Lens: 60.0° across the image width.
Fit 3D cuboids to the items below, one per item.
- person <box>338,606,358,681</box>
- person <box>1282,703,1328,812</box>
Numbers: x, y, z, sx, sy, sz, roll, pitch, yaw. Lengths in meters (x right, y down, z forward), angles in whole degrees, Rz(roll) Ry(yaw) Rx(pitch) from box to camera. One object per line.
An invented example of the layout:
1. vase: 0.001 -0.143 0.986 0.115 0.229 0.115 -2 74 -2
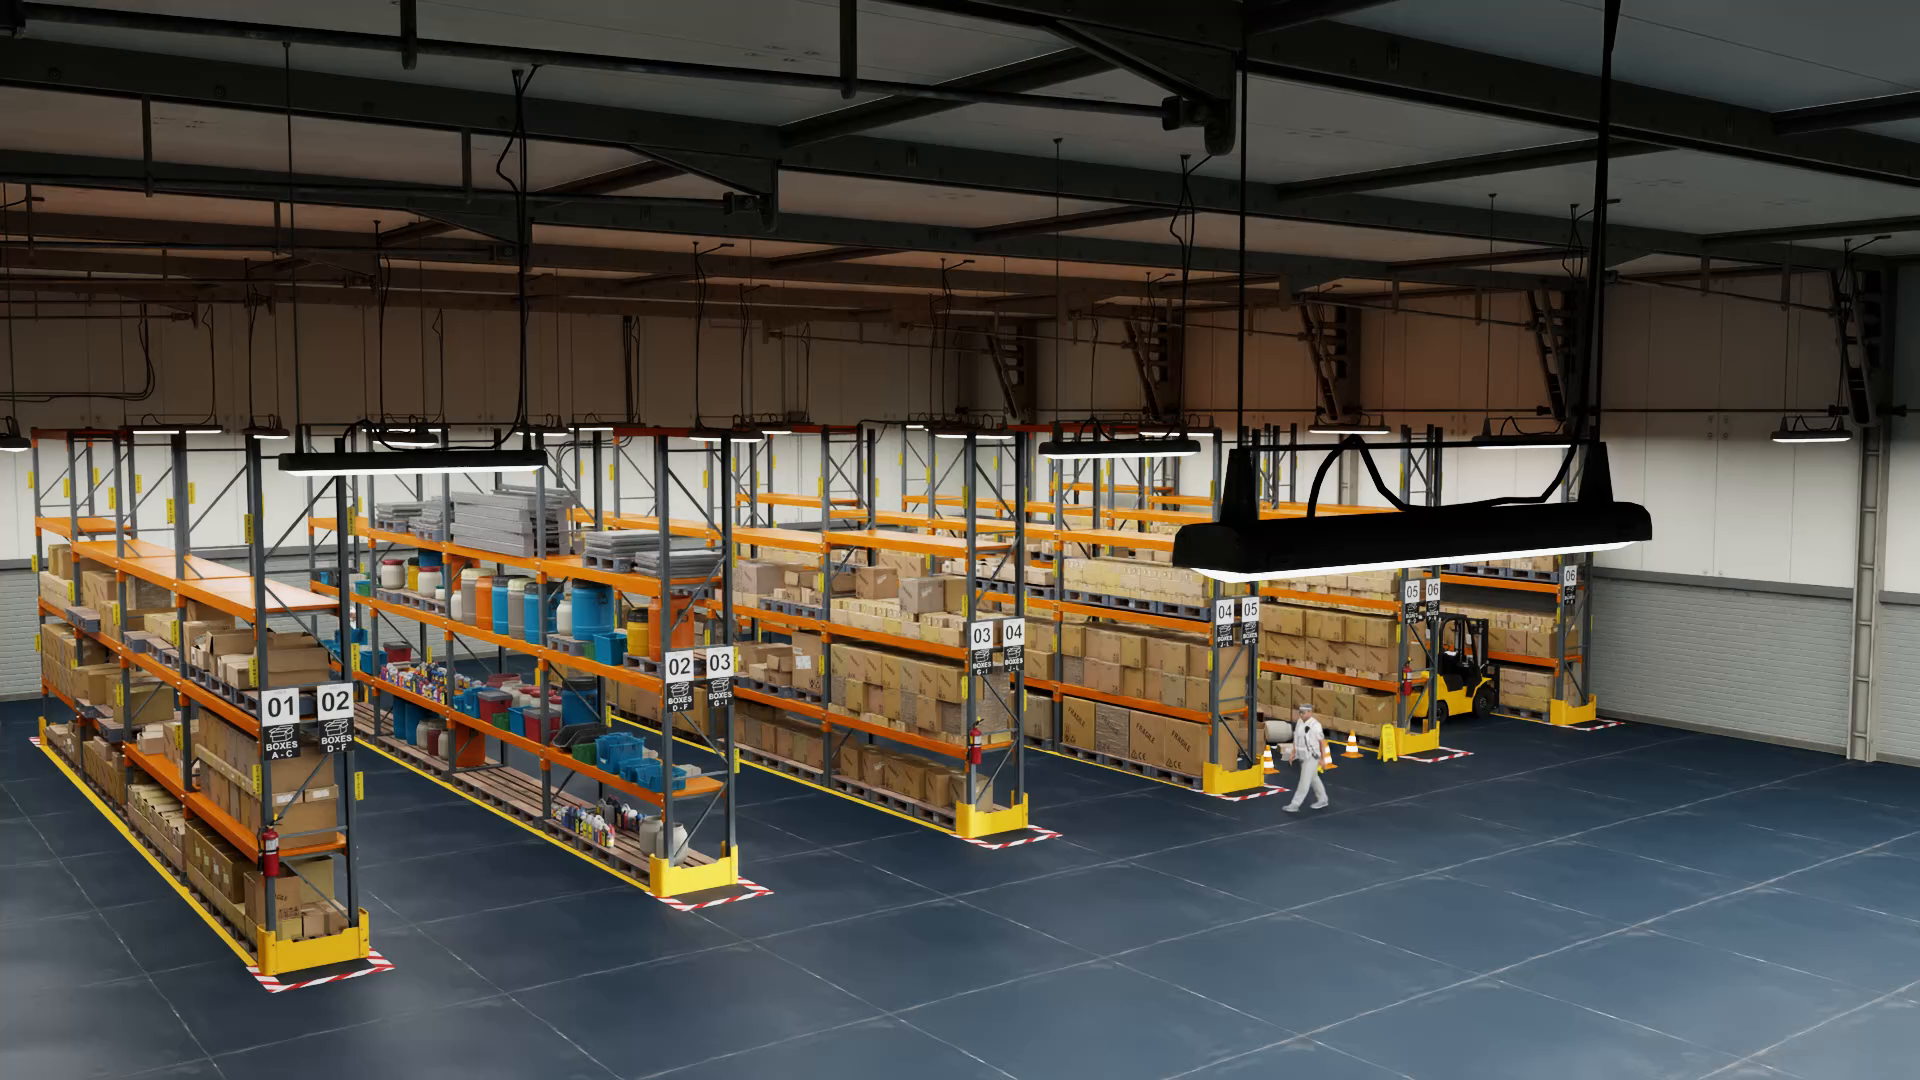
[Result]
1. person: -14.196 2.406 38.714 0.725 1.755 0.549 0 4 1
2. person: 5.389 3.401 26.117 1.007 1.710 0.561 -2 5 -21
